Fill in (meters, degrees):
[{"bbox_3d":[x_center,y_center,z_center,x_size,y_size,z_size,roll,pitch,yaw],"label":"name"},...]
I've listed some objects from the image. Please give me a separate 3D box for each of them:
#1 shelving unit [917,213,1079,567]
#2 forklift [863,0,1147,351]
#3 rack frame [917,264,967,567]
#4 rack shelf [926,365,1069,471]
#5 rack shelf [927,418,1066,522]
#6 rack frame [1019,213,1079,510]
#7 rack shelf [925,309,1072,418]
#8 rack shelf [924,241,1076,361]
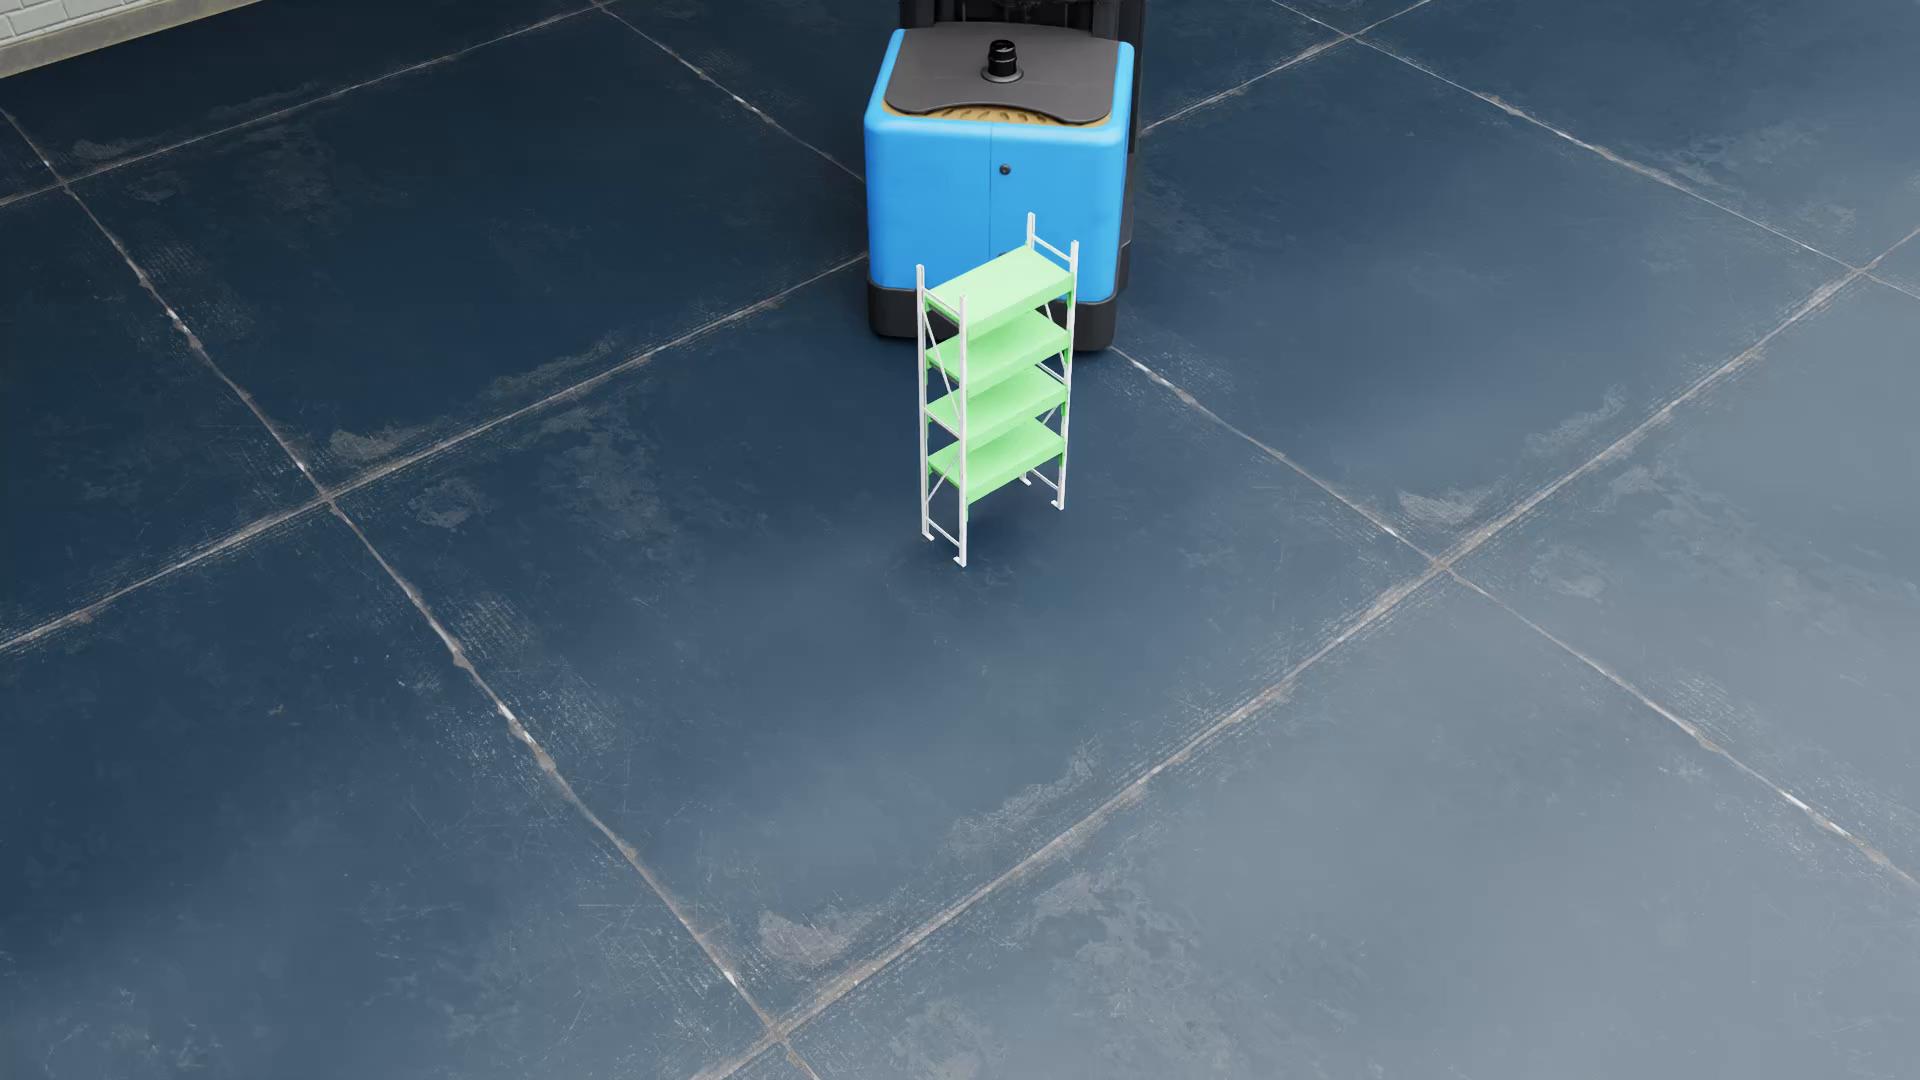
[{"bbox_3d":[0.127,-0.510,5.917,0.503,1.200,0.258,-30,51,-28],"label":"shelving unit"},{"bbox_3d":[0.307,-2.874,7.169,1.130,2.935,3.031,5,43,5],"label":"forklift"},{"bbox_3d":[-0.060,-0.403,5.803,0.015,1.200,0.240,-30,51,-28],"label":"rack frame"},{"bbox_3d":[0.127,-0.463,5.960,0.480,0.148,0.258,-30,51,-28],"label":"rack shelf"},{"bbox_3d":[0.127,-0.289,6.125,0.480,0.148,0.258,-30,51,-28],"label":"rack shelf"},{"bbox_3d":[0.314,-0.617,6.031,0.015,1.200,0.240,-30,51,-28],"label":"rack frame"},{"bbox_3d":[0.127,-0.638,5.796,0.480,0.148,0.258,-30,51,-28],"label":"rack shelf"},{"bbox_3d":[0.127,-0.813,5.632,0.480,0.148,0.258,-30,51,-28],"label":"rack shelf"}]
